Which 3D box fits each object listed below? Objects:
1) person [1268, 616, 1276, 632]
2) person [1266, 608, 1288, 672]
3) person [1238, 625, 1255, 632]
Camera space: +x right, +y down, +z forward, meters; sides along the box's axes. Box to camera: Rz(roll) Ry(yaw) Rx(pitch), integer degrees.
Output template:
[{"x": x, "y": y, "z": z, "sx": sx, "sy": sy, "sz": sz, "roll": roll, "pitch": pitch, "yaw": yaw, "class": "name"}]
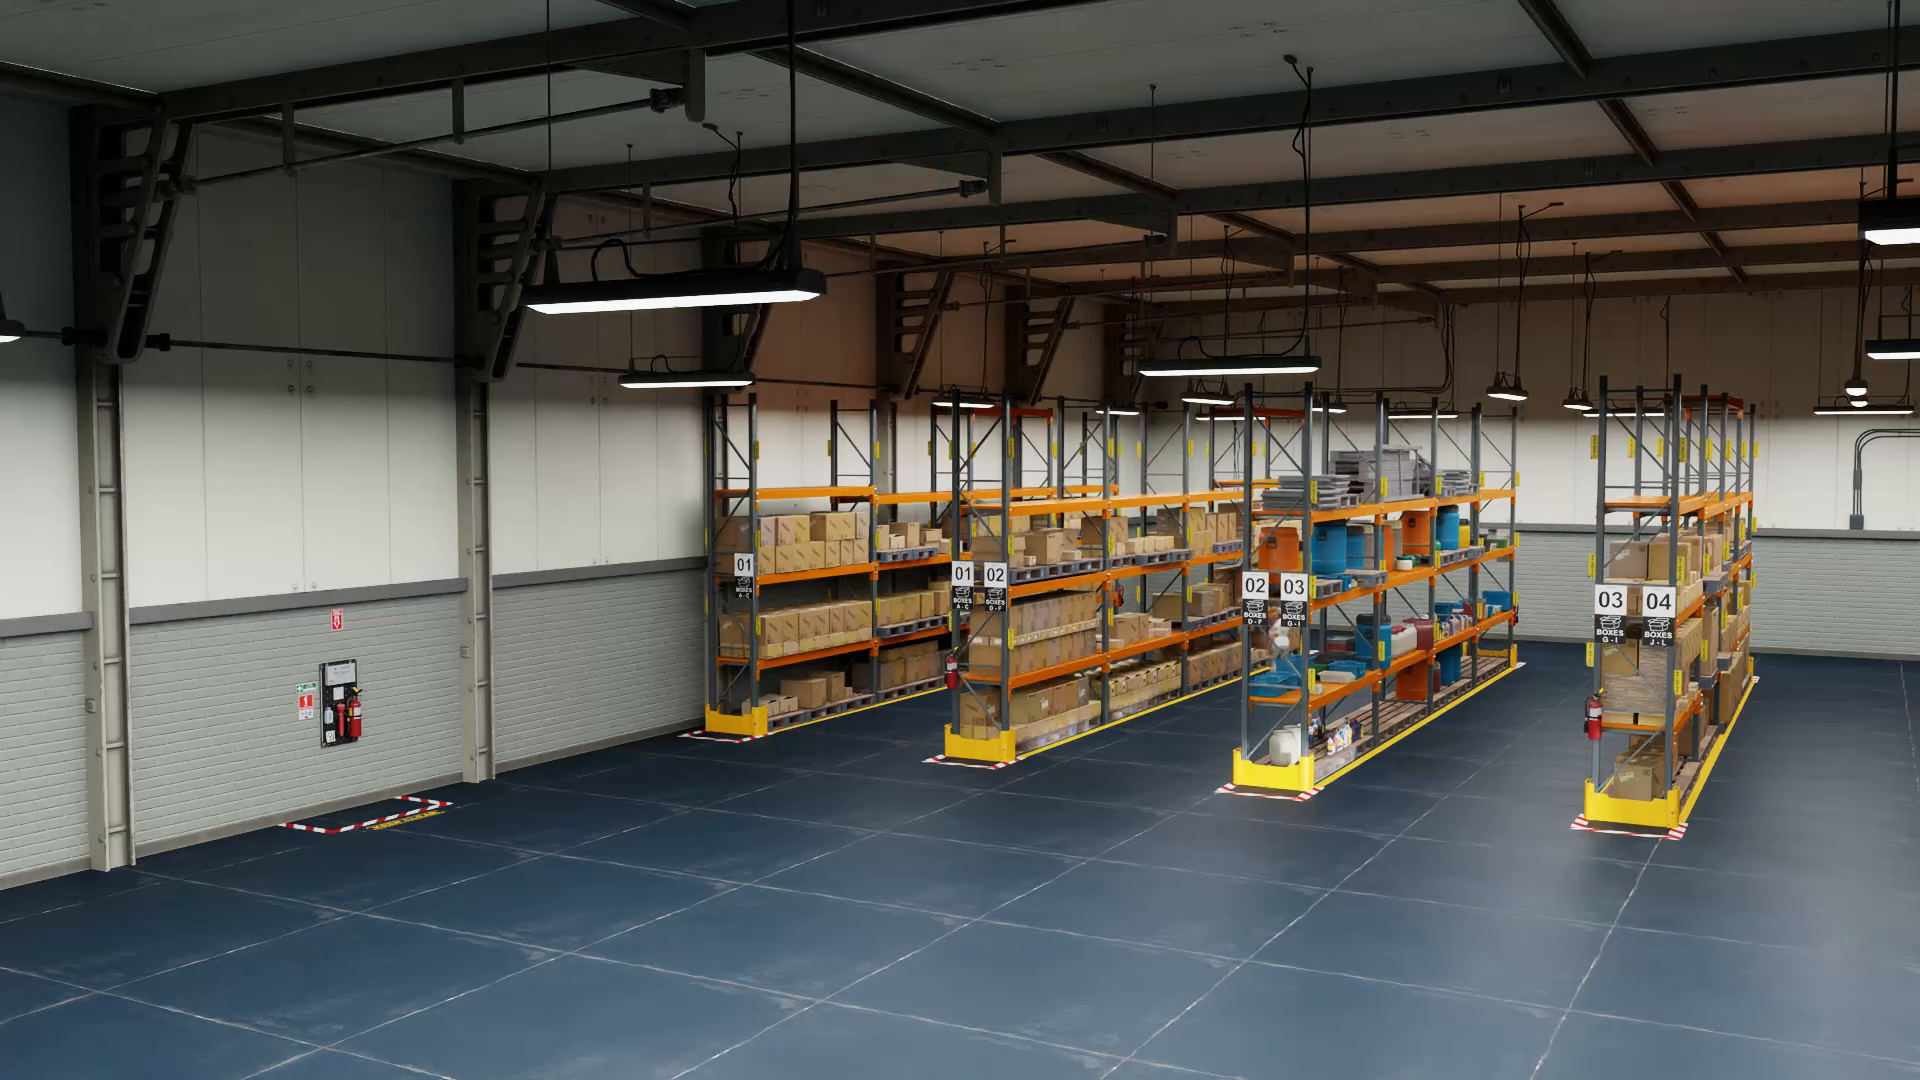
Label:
[{"x": 8.450, "y": 1.756, "z": 44.925, "sx": 0.476, "sy": 1.681, "sz": 0.502, "roll": 0, "pitch": 3, "yaw": 7, "class": "person"}, {"x": 6.738, "y": 2.272, "z": 35.290, "sx": 0.398, "sy": 1.669, "sz": 0.520, "roll": 3, "pitch": 4, "yaw": 44, "class": "person"}, {"x": 7.350, "y": 1.817, "z": 42.507, "sx": 0.577, "sy": 1.782, "sz": 0.390, "roll": 0, "pitch": 3, "yaw": 2, "class": "person"}]
